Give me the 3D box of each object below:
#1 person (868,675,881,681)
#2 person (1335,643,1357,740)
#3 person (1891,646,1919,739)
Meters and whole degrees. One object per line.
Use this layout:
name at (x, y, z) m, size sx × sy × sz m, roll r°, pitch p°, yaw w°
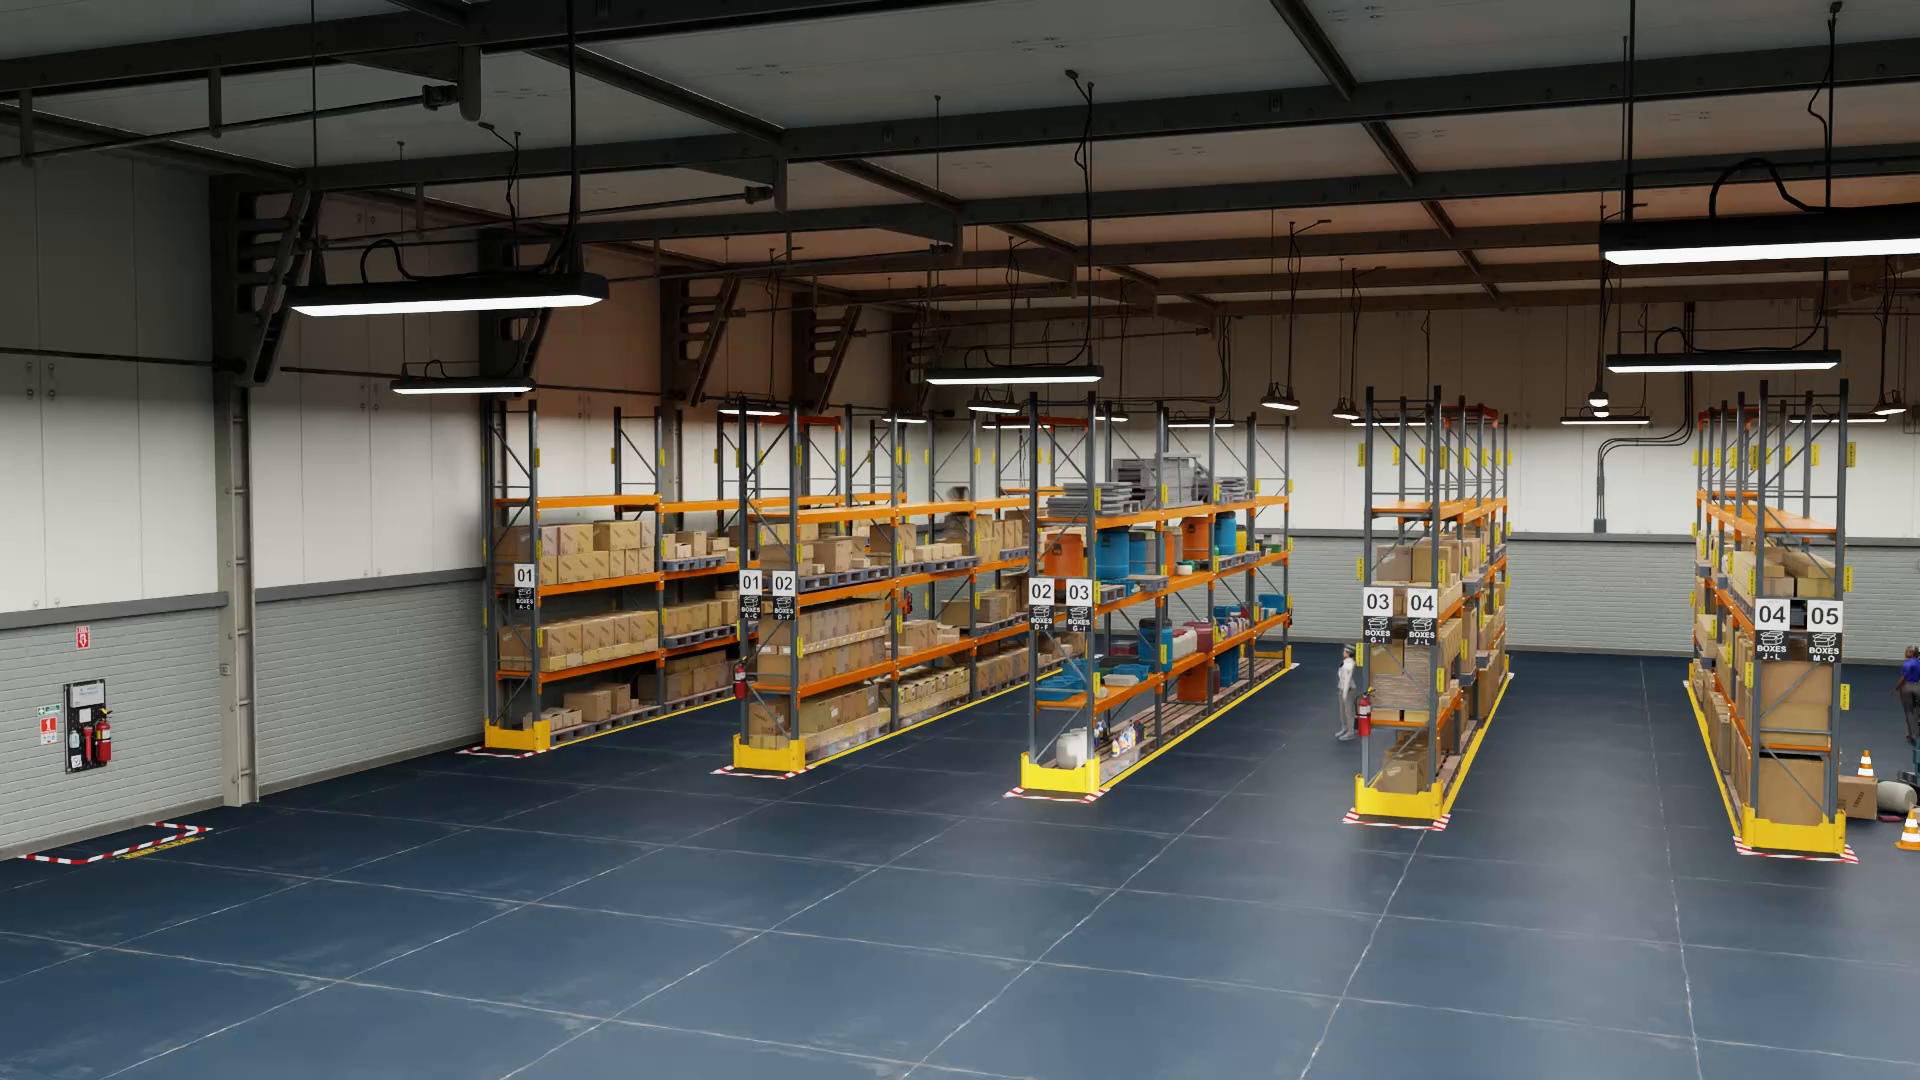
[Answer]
person at (-1.759, 2.441, 35.964) m, size 0.520 × 1.583 × 0.464 m, roll 1°, pitch 3°, yaw 15°
person at (6.889, 2.690, 29.626) m, size 0.403 × 1.699 × 0.519 m, roll 0°, pitch 3°, yaw -3°
person at (16.876, 2.726, 29.544) m, size 0.537 × 1.675 × 0.659 m, roll 0°, pitch 3°, yaw 7°
